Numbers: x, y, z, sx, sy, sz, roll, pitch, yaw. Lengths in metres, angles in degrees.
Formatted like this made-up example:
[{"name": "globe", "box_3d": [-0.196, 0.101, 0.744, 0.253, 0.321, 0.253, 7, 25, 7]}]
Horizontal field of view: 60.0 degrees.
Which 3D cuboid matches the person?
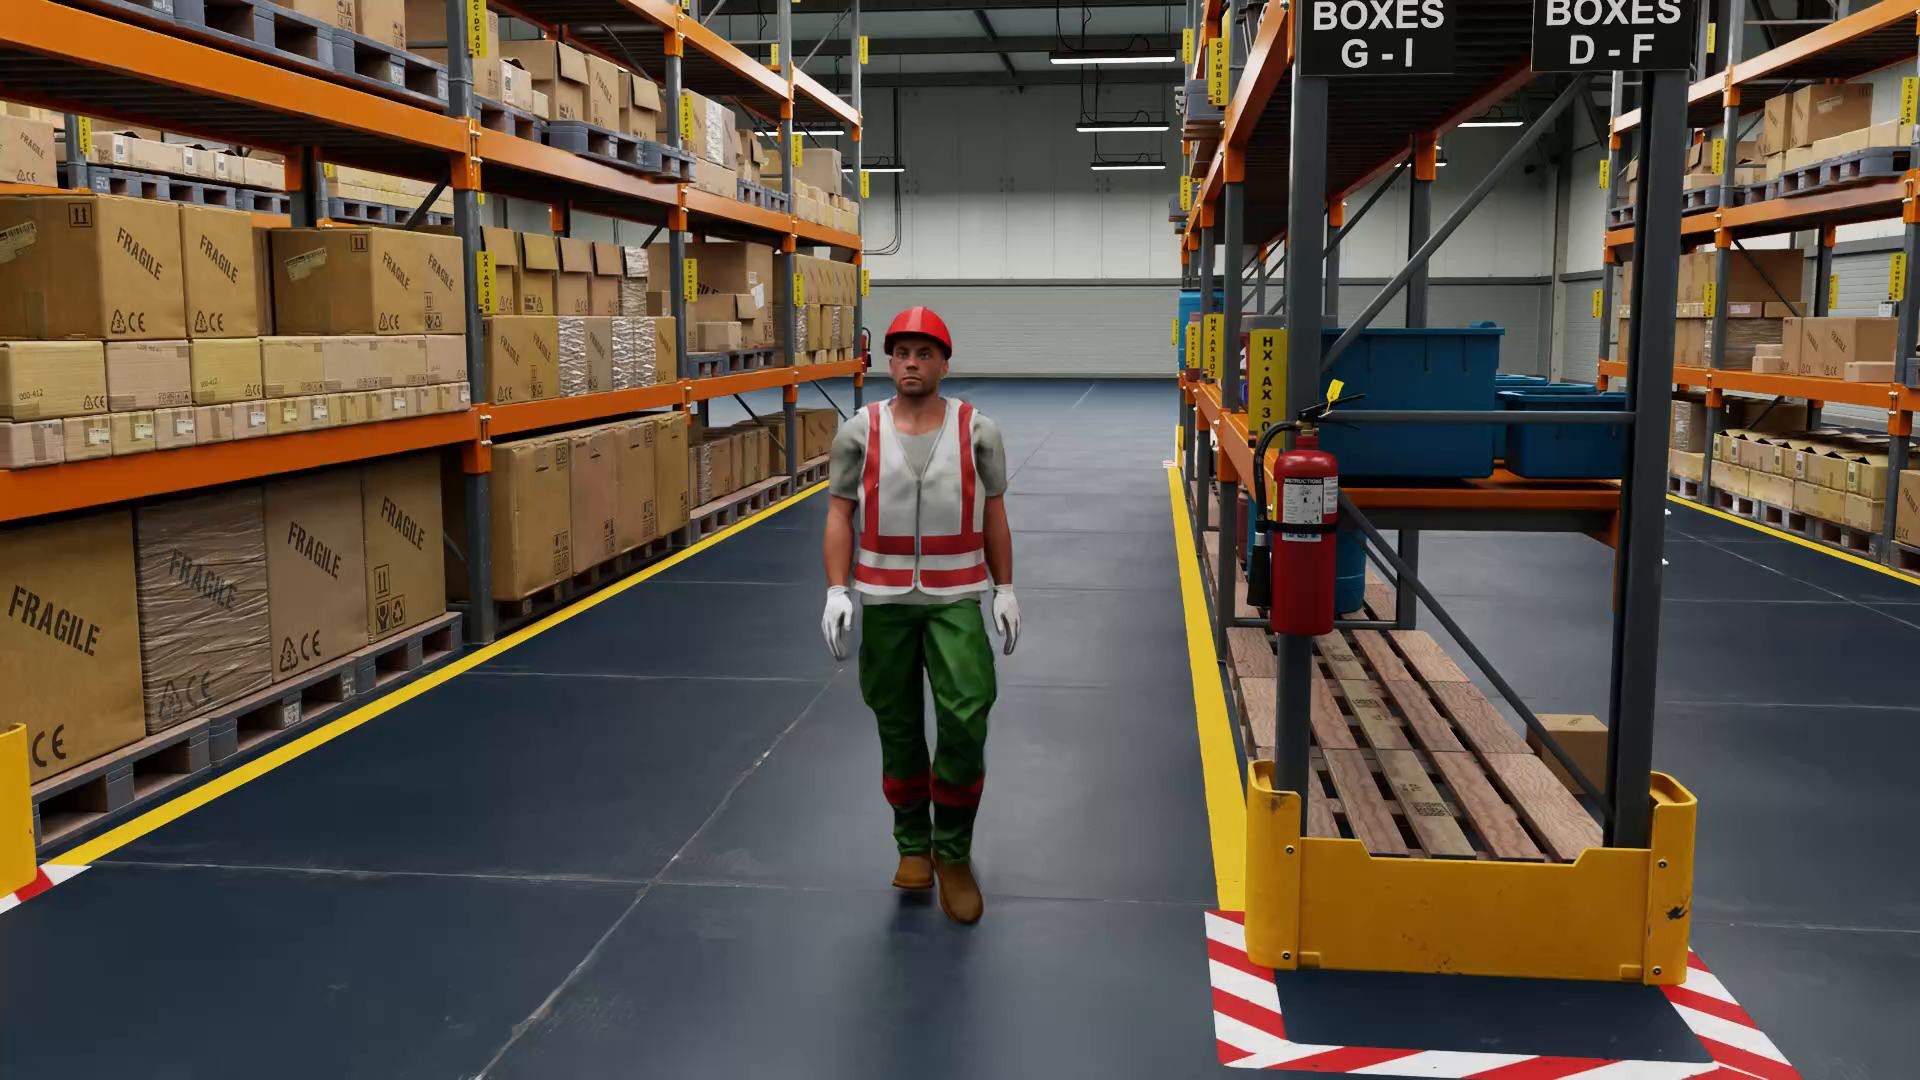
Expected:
[{"name": "person", "box_3d": [-0.112, 0.222, 4.989, 0.598, 1.834, 0.504, 0, 7, 2]}]
